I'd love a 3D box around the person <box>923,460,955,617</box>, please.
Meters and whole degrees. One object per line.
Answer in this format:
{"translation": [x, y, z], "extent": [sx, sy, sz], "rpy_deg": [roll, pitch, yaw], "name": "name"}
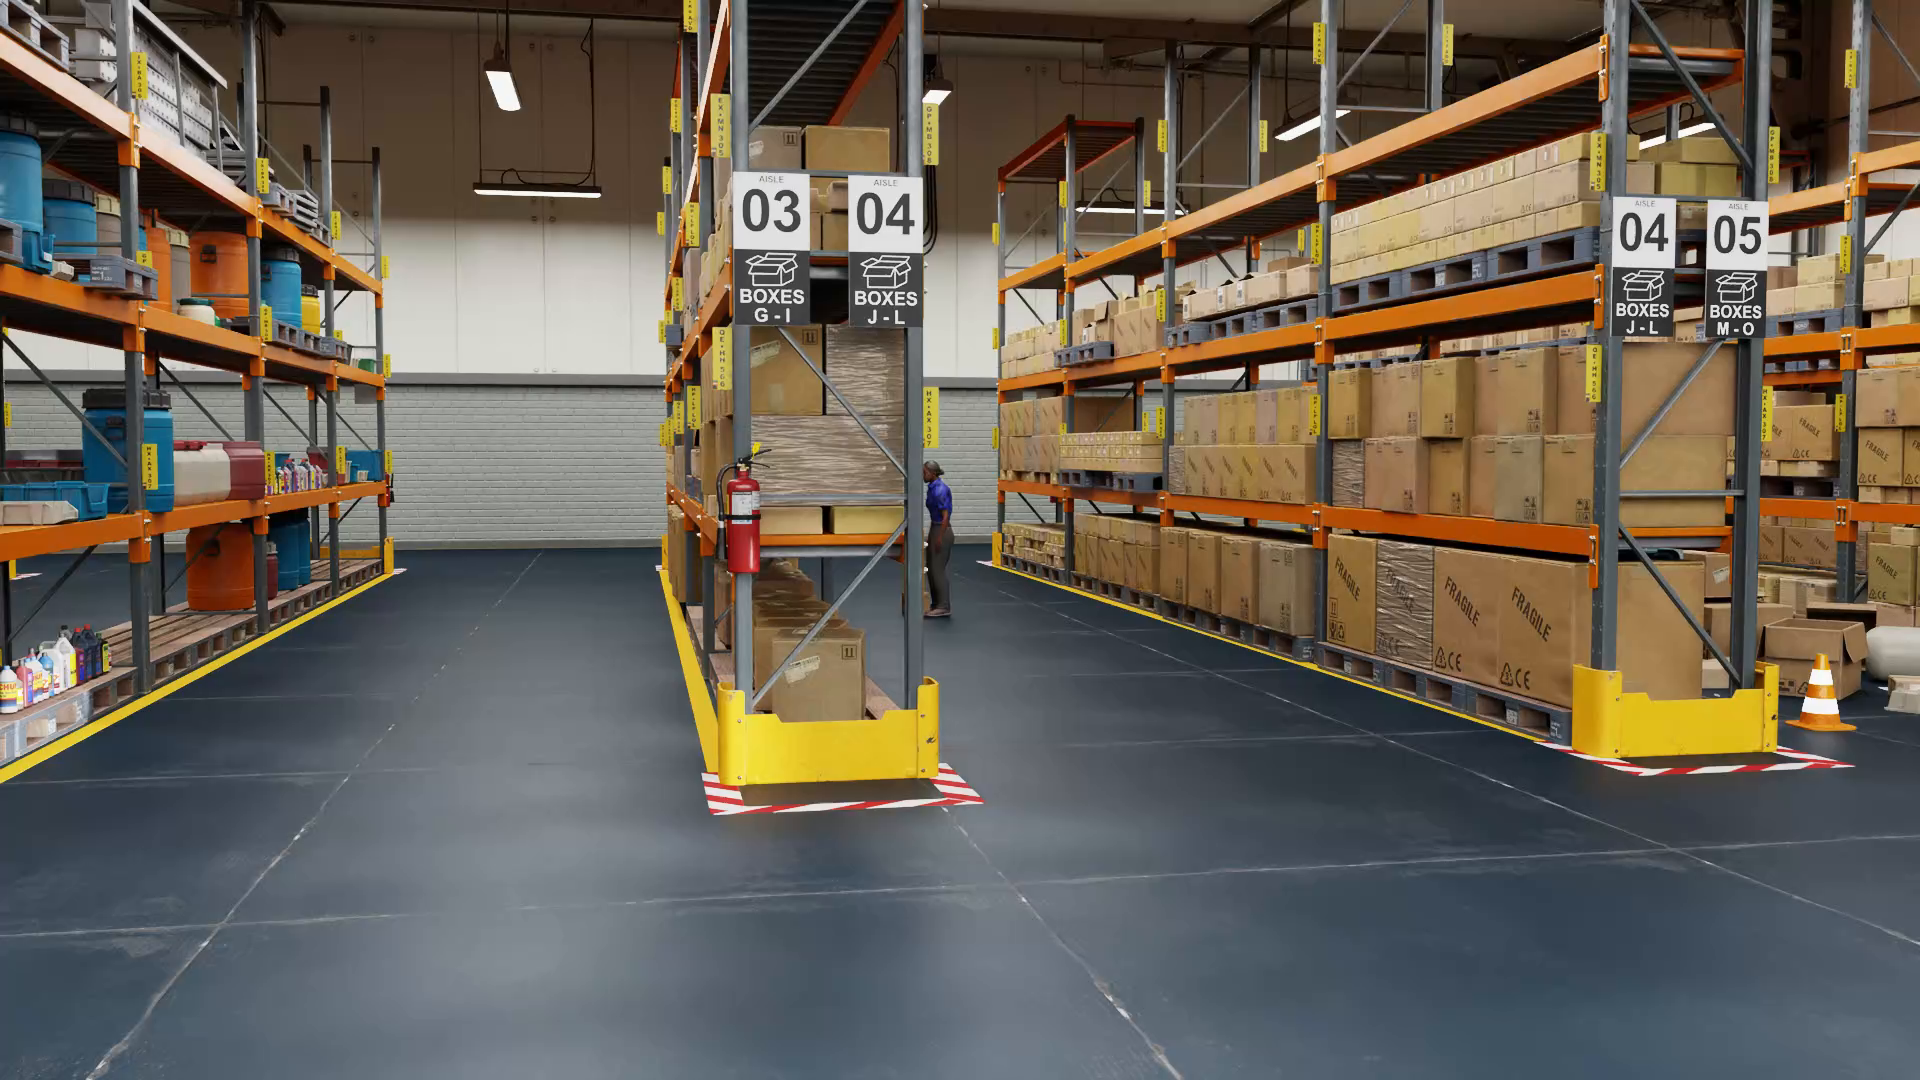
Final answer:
{"translation": [-0.246, -0.023, 17.614], "extent": [0.352, 1.654, 0.518], "rpy_deg": [-1, 3, -13], "name": "person"}
